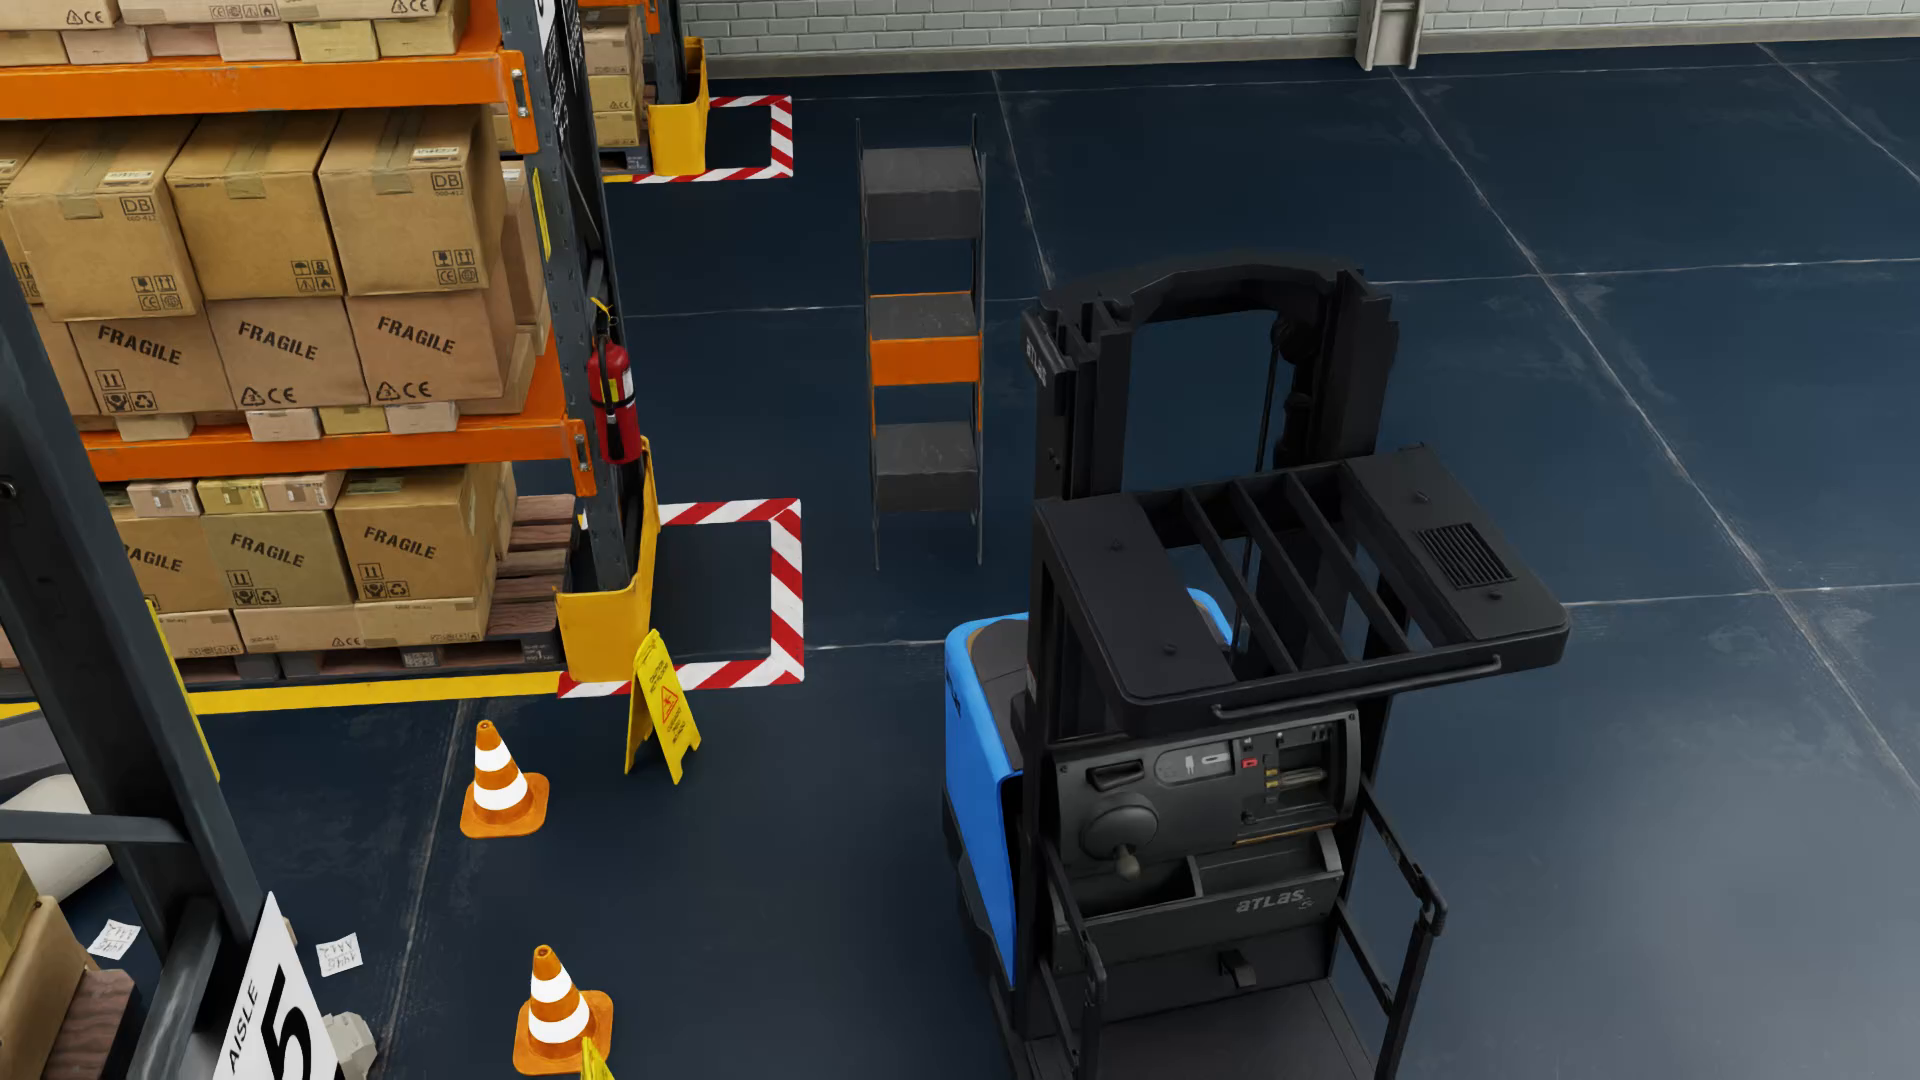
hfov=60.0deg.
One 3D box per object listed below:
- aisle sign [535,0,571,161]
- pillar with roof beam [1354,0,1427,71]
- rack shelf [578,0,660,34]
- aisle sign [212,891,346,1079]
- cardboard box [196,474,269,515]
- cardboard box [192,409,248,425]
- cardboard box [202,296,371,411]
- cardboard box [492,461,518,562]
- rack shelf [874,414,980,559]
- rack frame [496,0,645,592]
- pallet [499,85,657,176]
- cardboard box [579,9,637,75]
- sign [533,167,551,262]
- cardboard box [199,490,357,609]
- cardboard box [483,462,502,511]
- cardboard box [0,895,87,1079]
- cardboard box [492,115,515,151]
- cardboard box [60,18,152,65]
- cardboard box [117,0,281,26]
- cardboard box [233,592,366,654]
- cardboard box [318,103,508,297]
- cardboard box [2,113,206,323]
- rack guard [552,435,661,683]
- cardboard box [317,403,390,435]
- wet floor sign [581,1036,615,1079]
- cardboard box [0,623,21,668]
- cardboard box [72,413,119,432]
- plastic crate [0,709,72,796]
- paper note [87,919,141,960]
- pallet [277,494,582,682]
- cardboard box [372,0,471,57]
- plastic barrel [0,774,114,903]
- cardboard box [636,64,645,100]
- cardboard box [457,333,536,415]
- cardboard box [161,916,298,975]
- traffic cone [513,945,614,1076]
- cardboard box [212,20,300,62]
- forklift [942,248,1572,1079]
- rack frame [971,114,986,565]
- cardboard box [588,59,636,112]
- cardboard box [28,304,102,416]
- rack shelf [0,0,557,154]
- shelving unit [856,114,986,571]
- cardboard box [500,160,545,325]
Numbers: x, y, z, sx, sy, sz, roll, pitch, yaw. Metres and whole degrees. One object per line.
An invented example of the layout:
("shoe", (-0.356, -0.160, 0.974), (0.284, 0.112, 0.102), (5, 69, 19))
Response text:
("aisle sign", (-1.432, -1.767, 5.792), (0.004, 0.787, 0.394), (-3, 38, -4))
("pillar with roof beam", (3.622, -4.531, 6.549), (0.400, 9.000, 9.100), (-3, 38, -4))
("rack shelf", (-3.955, -3.593, 10.784), (4.000, 0.370, 1.077), (-3, 38, -4))
("aisle sign", (-0.936, 0.917, 2.390), (0.004, 0.787, 0.394), (-3, 38, -4))
("cardboard box", (-2.904, -0.279, 6.755), (0.250, 0.149, 0.380), (-3, 38, -3))
("cardboard box", (-2.894, -0.628, 6.649), (0.250, 0.149, 0.380), (-3, 38, -3))
("cardboard box", (-2.535, -0.854, 6.412), (0.500, 0.500, 0.500), (-3, 38, -4))
("cardboard box", (-2.347, -0.134, 7.701), (0.500, 0.250, 0.500), (-3, 38, -4))
("rack shelf", (-0.165, -0.255, 7.852), (0.480, 0.518, 0.431), (-3, 38, -4))
("rack frame", (-1.519, -0.922, 6.819), (0.127, 3.000, 1.000), (-3, 38, -4))
("pallet", (-2.721, -2.822, 11.478), (1.213, 0.211, 1.003), (-3, 38, -4))
("cardboard box", (-2.394, -3.245, 10.837), (0.500, 0.250, 0.500), (-2, 38, -2))
("sign", (-1.490, -1.157, 5.927), (0.005, 0.325, 0.100), (-3, 38, -4))
("cardboard box", (-2.814, -0.067, 7.010), (0.500, 0.500, 0.500), (-2, 38, -2))
("cardboard box", (-2.371, -0.427, 7.467), (0.500, 0.500, 0.500), (-4, 38, -5))
("cardboard box", (-1.350, 0.664, 2.170), (0.250, 0.149, 0.380), (-3, 38, -4))
("cardboard box", (-2.899, -2.828, 11.115), (0.500, 0.250, 0.500), (-3, 38, -4))
("cardboard box", (-2.865, -1.766, 5.670), (0.250, 0.149, 0.380), (-3, 38, -4))
("cardboard box", (-2.507, -1.945, 5.575), (0.500, 0.250, 0.500), (-4, 38, -5))
("cardboard box", (-2.817, 0.226, 7.245), (0.500, 0.250, 0.500), (-3, 38, -4))
("cardboard box", (-2.009, -1.308, 6.180), (0.500, 0.500, 0.700), (-4, 38, -5))
("cardboard box", (-3.012, -1.194, 6.035), (0.500, 0.500, 0.700), (-4, 38, -5))
("rack guard", (-1.595, 0.063, 7.588), (0.348, 0.500, 1.175), (-3, 38, -4))
("cardboard box", (-2.372, -0.588, 6.598), (0.250, 0.149, 0.380), (-4, 38, -5))
("wet floor sign", (-1.127, 1.827, 5.235), (0.232, 0.644, 0.267), (-9, 39, -12))
("cardboard box", (-3.833, 0.279, 7.178), (0.500, 0.250, 0.500), (-4, 38, -5))
("cardboard box", (-3.397, -0.599, 6.613), (0.250, 0.149, 0.380), (-3, 38, -4))
("plastic crate", (-3.867, 0.863, 6.914), (0.583, 0.080, 0.402), (-16, 41, -19))
("paper note", (-3.144, 1.482, 6.179), (0.142, 0.019, 0.148), (9, 39, 12))
("pallet", (-2.407, 0.199, 7.649), (1.213, 0.211, 1.003), (-3, 38, -4))
("cardboard box", (-1.850, -1.809, 5.725), (0.250, 0.149, 0.380), (-3, 38, -4))
("plastic barrel", (-3.442, 1.136, 6.290), (0.421, 0.421, 0.512), (23, 44, 27))
("cardboard box", (-2.469, -3.164, 11.541), (0.500, 0.250, 0.500), (-3, 38, -4))
("cardboard box", (-1.873, -0.671, 6.704), (0.250, 0.149, 0.380), (-2, 38, -2))
("cardboard box", (-2.645, 1.515, 6.032), (0.250, 0.149, 0.380), (16, 41, 19))
("traffic cone", (-1.396, 1.559, 5.722), (0.334, 0.463, 0.336), (-3, 38, -4))
("cardboard box", (-2.363, -1.782, 5.690), (0.250, 0.149, 0.380), (-2, 38, -3))
("forklift", (0.780, 0.809, 4.681), (1.130, 2.935, 3.031), (-9, 39, -11))
("rack frame", (0.078, -0.829, 7.427), (0.015, 2.100, 0.400), (-3, 38, -4))
("cardboard box", (-2.420, -3.047, 10.989), (0.500, 0.250, 0.500), (-4, 38, -5))
("cardboard box", (-3.540, -0.813, 6.359), (0.500, 0.500, 0.500), (-3, 38, -3))
("rack shelf", (-3.511, -1.708, 5.974), (4.000, 0.370, 1.077), (-3, 38, -4))
("shelving unit", (-0.165, -0.815, 7.410), (0.503, 2.100, 0.431), (-3, 38, -4))
("cardboard box", (-2.016, -1.224, 6.880), (0.500, 0.500, 0.500), (-4, 38, -5))
